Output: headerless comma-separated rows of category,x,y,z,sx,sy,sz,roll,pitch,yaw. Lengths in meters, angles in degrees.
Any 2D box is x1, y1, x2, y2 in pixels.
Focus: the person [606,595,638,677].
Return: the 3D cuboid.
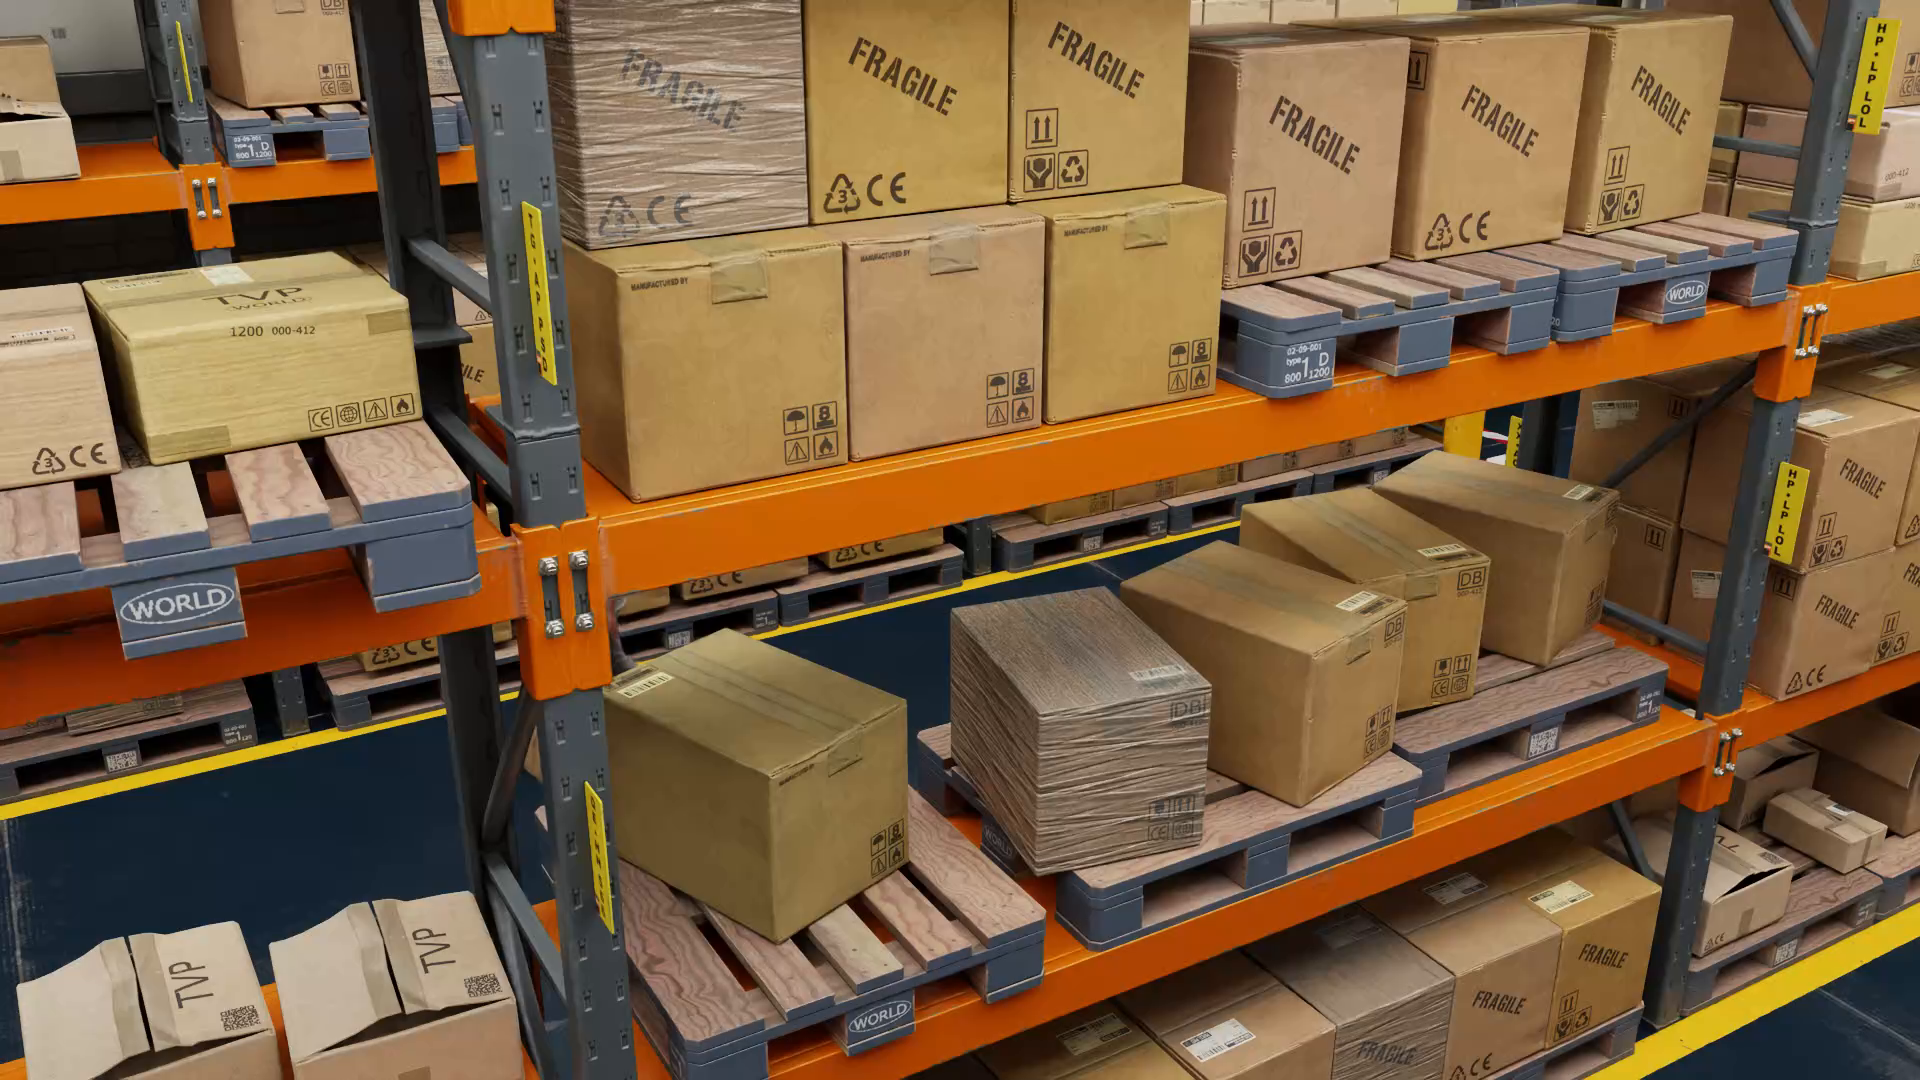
person,-1.699,0.329,7.855,0.565,1.630,0.440,-9,24,-21
